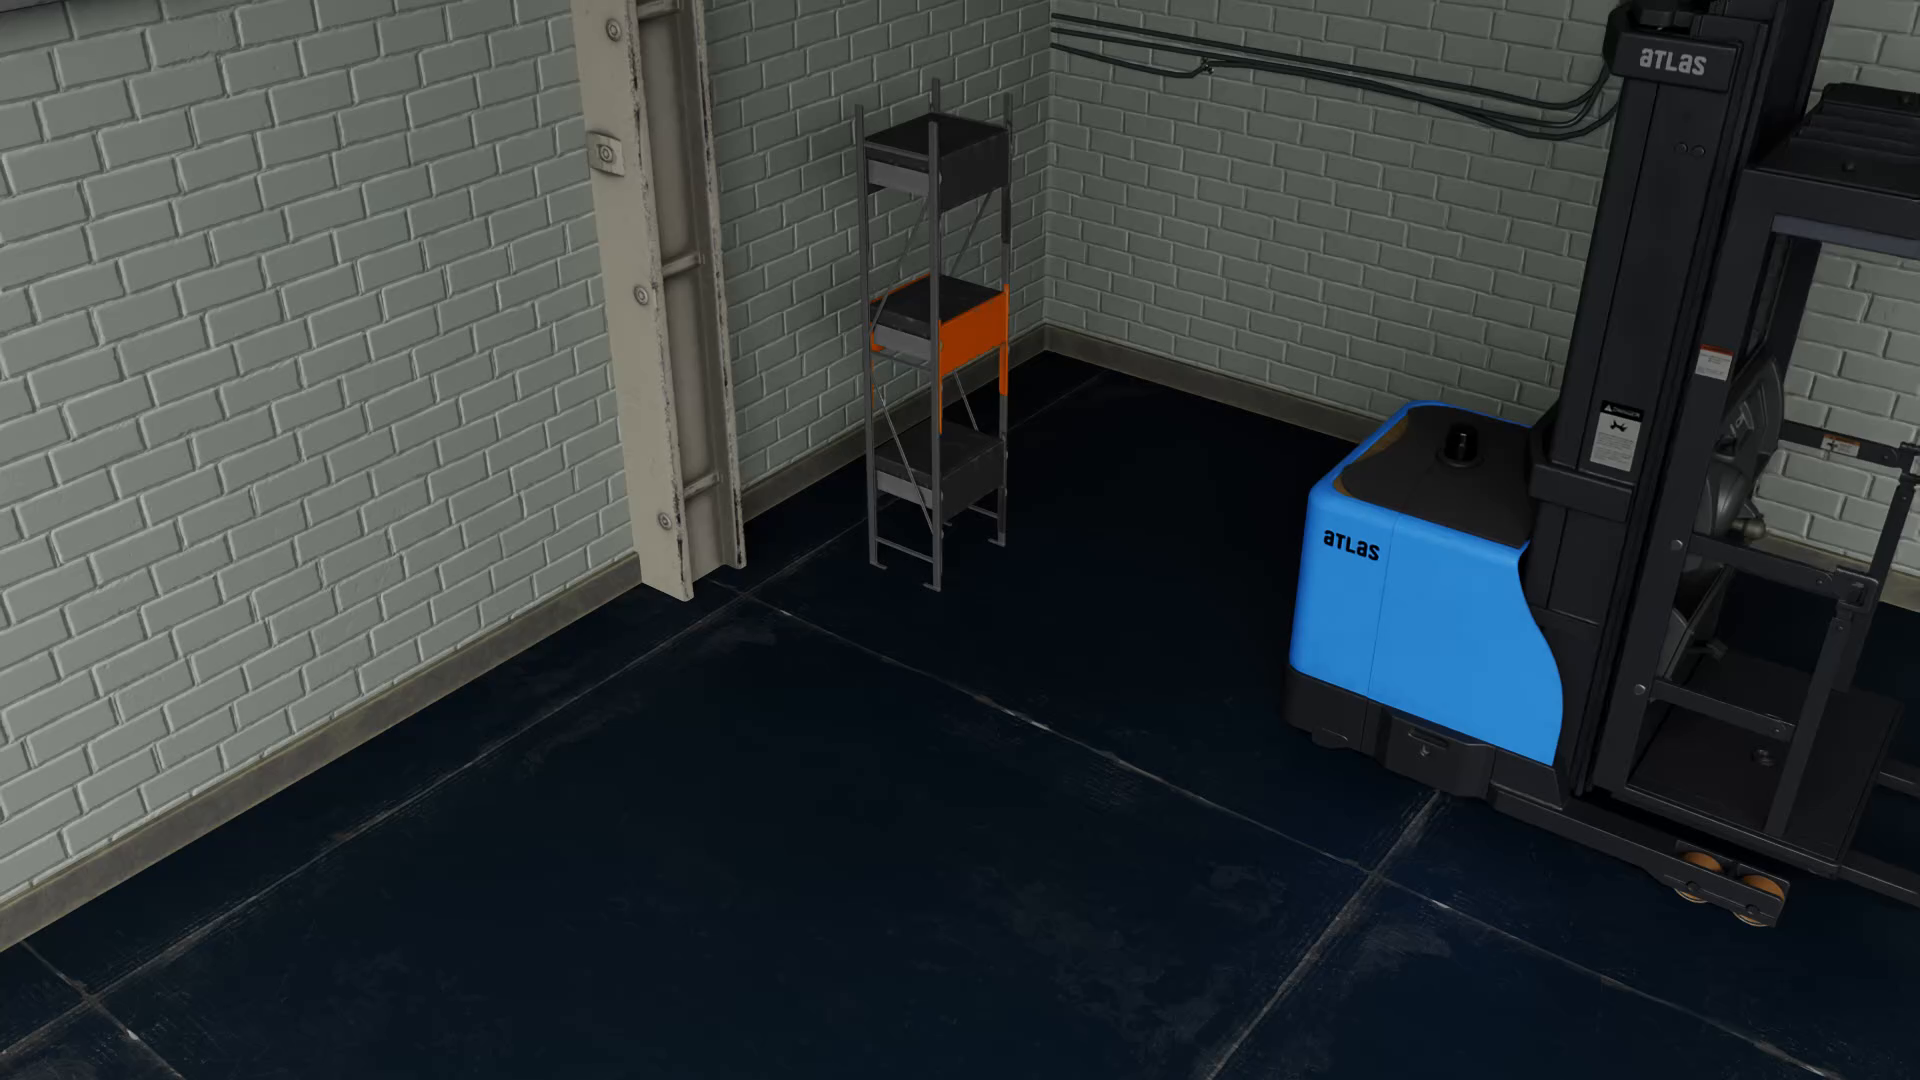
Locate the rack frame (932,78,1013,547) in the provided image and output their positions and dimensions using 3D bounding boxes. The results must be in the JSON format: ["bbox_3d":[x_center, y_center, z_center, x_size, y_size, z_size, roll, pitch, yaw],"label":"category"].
[{"bbox_3d":[0.047,-0.935,7.268,0.400,2.100,0.015,21,37,31],"label":"rack frame"}]

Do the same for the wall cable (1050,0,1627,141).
[{"bbox_3d":[1.626,-3.182,7.339,3.097,2.526,0.112,21,37,31],"label":"wall cable"}]

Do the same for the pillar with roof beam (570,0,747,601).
[{"bbox_3d":[2.225,-2.403,2.978,9.100,9.000,0.400,21,37,31],"label":"pillar with roof beam"}]

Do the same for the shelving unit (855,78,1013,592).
[{"bbox_3d":[-0.100,-0.836,7.101,0.431,2.100,0.503,21,37,31],"label":"shelving unit"}]

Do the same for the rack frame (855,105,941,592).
[{"bbox_3d":[-0.247,-0.737,6.934,0.400,2.100,0.015,21,37,31],"label":"rack frame"}]

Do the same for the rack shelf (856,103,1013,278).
[{"bbox_3d":[-0.100,-1.426,6.751,0.431,0.518,0.480,21,37,31],"label":"rack shelf"}]

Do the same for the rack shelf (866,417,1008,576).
[{"bbox_3d":[-0.100,-0.222,7.465,0.431,0.518,0.480,21,37,31],"label":"rack shelf"}]

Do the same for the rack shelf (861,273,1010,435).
[{"bbox_3d":[-0.100,-0.824,7.108,0.431,0.518,0.480,21,37,31],"label":"rack shelf"}]

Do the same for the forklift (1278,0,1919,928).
[{"bbox_3d":[2.732,-0.278,5.344,3.031,2.935,1.130,20,36,30],"label":"forklift"}]
